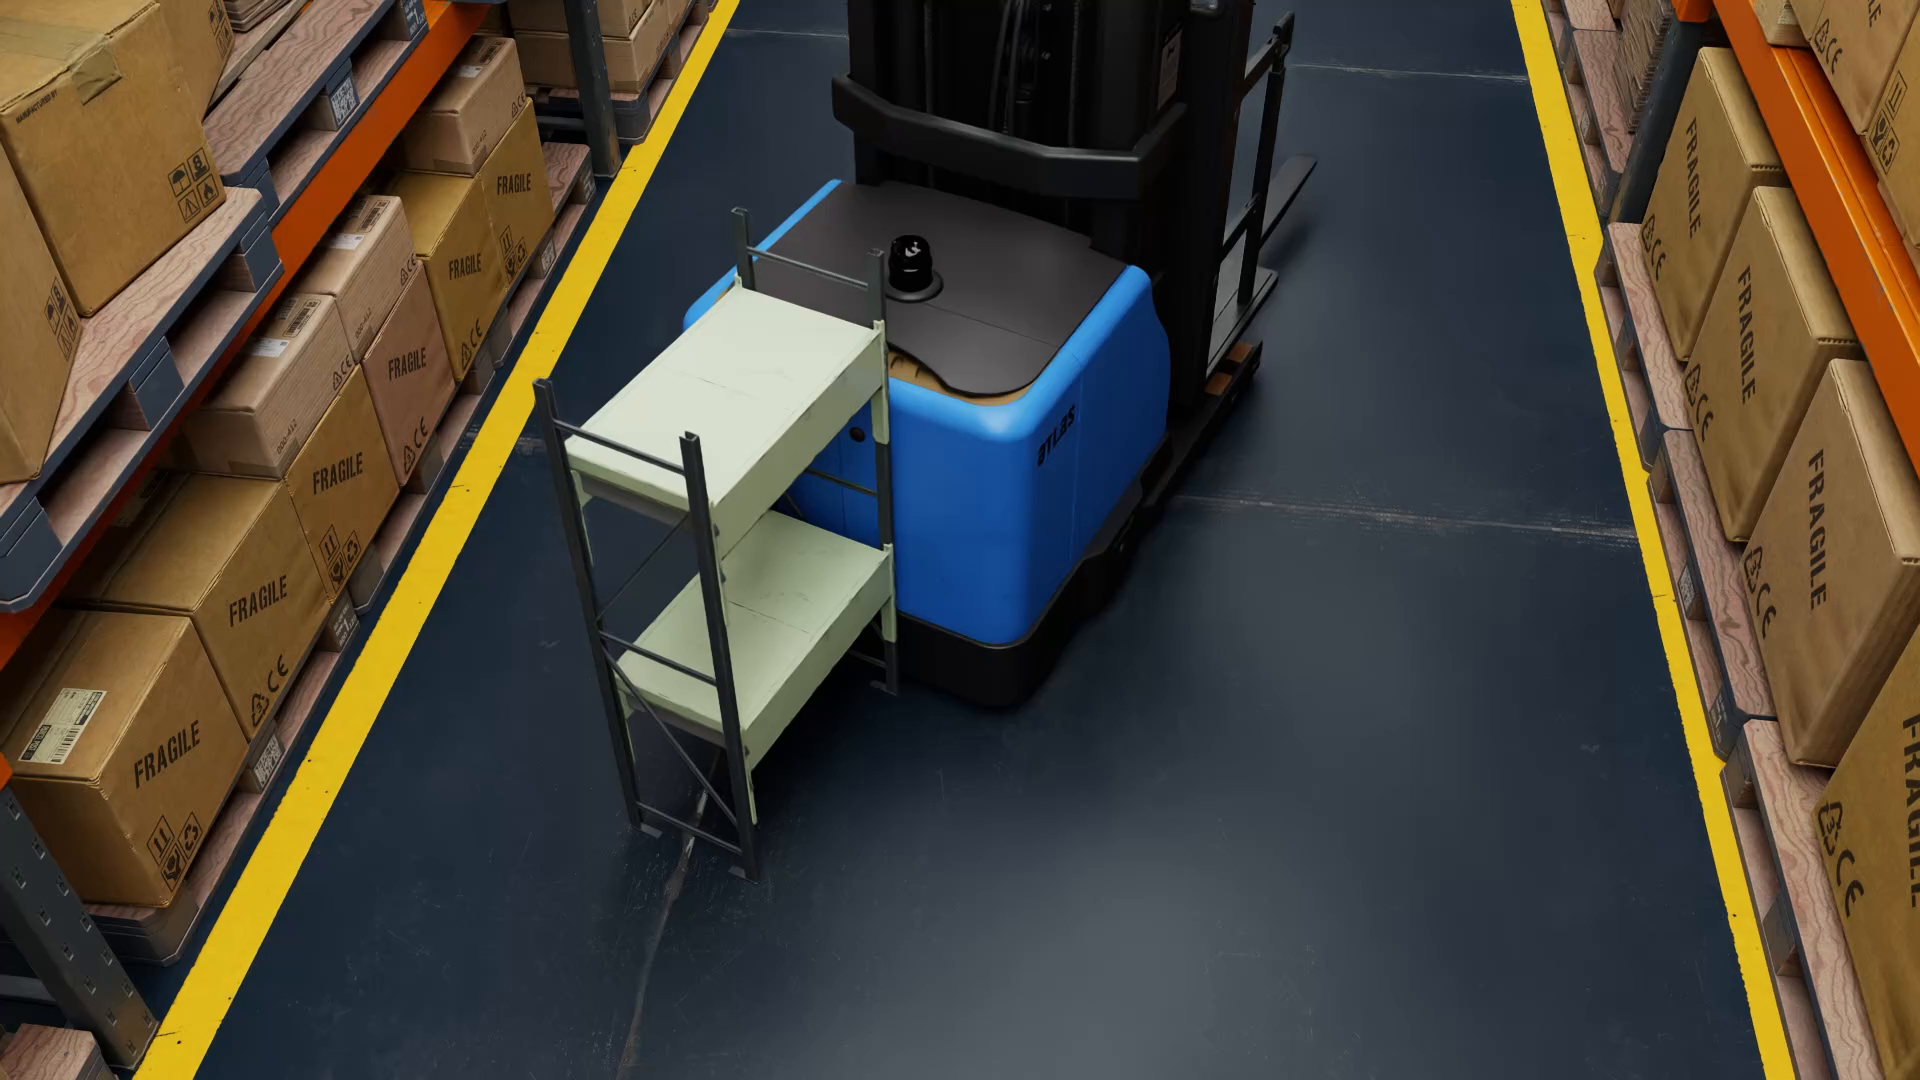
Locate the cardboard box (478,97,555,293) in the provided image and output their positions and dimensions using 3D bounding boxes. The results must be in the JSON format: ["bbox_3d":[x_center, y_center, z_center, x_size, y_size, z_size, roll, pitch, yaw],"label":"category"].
[{"bbox_3d":[-1.794,-1.240,5.876,0.500,0.500,0.500,7,44,7],"label":"cardboard box"}]

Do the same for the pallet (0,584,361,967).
[{"bbox_3d":[-2.362,0.534,4.533,1.003,0.211,1.213,5,44,6],"label":"pallet"}]

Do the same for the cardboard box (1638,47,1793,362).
[{"bbox_3d":[2.781,-1.082,5.469,0.750,0.750,0.750,5,44,5],"label":"cardboard box"}]

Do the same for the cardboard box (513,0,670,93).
[{"bbox_3d":[-1.542,-2.131,7.014,0.500,0.250,0.500,5,44,5],"label":"cardboard box"}]

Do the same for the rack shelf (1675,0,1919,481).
[{"bbox_3d":[2.743,-0.575,4.199,1.077,0.370,4.000,5,44,6],"label":"rack shelf"}]

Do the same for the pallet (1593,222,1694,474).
[{"bbox_3d":[2.829,-0.656,5.790,1.003,0.211,1.213,5,44,6],"label":"pallet"}]

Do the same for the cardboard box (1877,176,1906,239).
[{"bbox_3d":[2.543,-0.866,4.151,0.380,0.149,0.250,5,44,6],"label":"cardboard box"}]

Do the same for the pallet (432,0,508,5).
[{"bbox_3d":[-1.923,-2.109,5.435,1.213,0.211,1.003,5,44,6],"label":"pallet"}]

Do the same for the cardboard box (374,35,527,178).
[{"bbox_3d":[-1.797,-1.474,5.578,0.500,0.250,0.500,7,44,7],"label":"cardboard box"}]

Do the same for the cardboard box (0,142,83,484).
[{"bbox_3d":[-2.147,-0.412,3.126,0.700,0.500,0.500,-8,44,-9],"label":"cardboard box"}]

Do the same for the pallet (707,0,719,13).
[{"bbox_3d":[-1.592,-3.021,8.287,1.003,0.211,1.213,5,44,6],"label":"pallet"}]

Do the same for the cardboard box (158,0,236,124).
[{"bbox_3d":[-2.259,-1.319,4.084,0.700,0.500,0.500,-5,44,-5],"label":"cardboard box"}]

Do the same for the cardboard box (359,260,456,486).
[{"bbox_3d":[-1.926,-0.529,5.126,0.500,0.500,0.500,4,44,4],"label":"cardboard box"}]

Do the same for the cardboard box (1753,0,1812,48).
[{"bbox_3d":[2.574,-1.568,4.892,0.380,0.149,0.250,6,44,7],"label":"cardboard box"}]

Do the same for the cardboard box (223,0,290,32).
[{"bbox_3d":[-2.185,-1.790,4.581,0.700,0.500,0.500,13,45,13],"label":"cardboard box"}]

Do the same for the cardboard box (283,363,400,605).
[{"bbox_3d":[-1.993,-0.185,4.762,0.500,0.500,0.500,6,44,6],"label":"cardboard box"}]

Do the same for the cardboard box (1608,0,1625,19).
[{"bbox_3d":[3.272,-2.628,7.342,0.700,0.500,0.500,5,44,5],"label":"cardboard box"}]

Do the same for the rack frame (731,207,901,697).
[{"bbox_3d":[-0.353,-0.164,4.333,0.400,1.500,0.023,20,47,20],"label":"rack frame"}]

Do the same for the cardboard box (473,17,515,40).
[{"bbox_3d":[-2.075,-2.182,7.067,0.500,0.250,0.500,6,44,7],"label":"cardboard box"}]

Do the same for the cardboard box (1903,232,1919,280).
[{"bbox_3d":[2.501,-0.687,3.962,0.380,0.149,0.250,7,44,7],"label":"cardboard box"}]

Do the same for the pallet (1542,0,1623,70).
[{"bbox_3d":[3.276,-2.548,7.788,1.003,0.211,1.213,5,44,6],"label":"pallet"}]

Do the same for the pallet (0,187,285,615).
[{"bbox_3d":[-2.218,-0.386,3.616,1.003,0.211,1.213,5,44,6],"label":"pallet"}]

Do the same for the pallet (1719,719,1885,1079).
[{"bbox_3d":[2.506,1.007,4.033,1.003,0.211,1.213,5,44,6],"label":"pallet"}]

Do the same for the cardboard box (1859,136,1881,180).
[{"bbox_3d":[2.592,-1.033,4.327,0.380,0.149,0.250,6,44,6],"label":"cardboard box"}]

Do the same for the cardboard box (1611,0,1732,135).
[{"bbox_3d":[3.051,-1.947,6.622,0.700,0.500,0.500,6,44,6],"label":"cardboard box"}]

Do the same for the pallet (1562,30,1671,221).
[{"bbox_3d":[3.113,-1.719,6.912,1.003,0.211,1.213,5,44,6],"label":"pallet"}]

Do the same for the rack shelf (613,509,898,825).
[{"bbox_3d":[-0.525,0.295,4.322,0.431,0.370,0.720,20,47,20],"label":"rack shelf"}]

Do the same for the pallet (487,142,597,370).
[{"bbox_3d":[-2.039,-1.129,6.289,1.003,0.211,1.213,5,44,6],"label":"pallet"}]

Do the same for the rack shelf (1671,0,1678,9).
[{"bbox_3d":[3.272,-3.301,7.078,1.077,0.370,4.000,5,44,6],"label":"rack shelf"}]

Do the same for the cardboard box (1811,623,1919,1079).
[{"bbox_3d":[2.436,0.700,3.587,0.750,0.750,0.750,6,44,6],"label":"cardboard box"}]

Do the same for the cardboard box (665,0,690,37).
[{"bbox_3d":[-1.477,-2.474,7.376,0.500,0.250,0.500,4,44,4],"label":"cardboard box"}]

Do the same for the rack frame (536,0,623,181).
[{"bbox_3d":[-1.903,-2.647,5.864,1.000,3.000,0.127,5,44,6],"label":"rack frame"}]

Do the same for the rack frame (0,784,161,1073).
[{"bbox_3d":[-2.432,0.079,2.985,1.000,3.000,0.127,5,44,6],"label":"rack frame"}]

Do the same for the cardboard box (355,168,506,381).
[{"bbox_3d":[-1.863,-0.888,5.504,0.500,0.500,0.500,4,44,4],"label":"cardboard box"}]

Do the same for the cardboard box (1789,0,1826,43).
[{"bbox_3d":[2.612,-1.687,4.546,0.500,0.500,0.500,7,44,7],"label":"cardboard box"}]

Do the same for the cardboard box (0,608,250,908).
[{"bbox_3d":[-2.126,0.519,4.018,0.500,0.500,0.500,3,44,4],"label":"cardboard box"}]

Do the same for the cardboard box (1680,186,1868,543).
[{"bbox_3d":[2.658,-0.486,4.839,0.750,0.750,0.750,5,44,5],"label":"cardboard box"}]

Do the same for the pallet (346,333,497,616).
[{"bbox_3d":[-2.203,-0.300,5.413,1.003,0.211,1.213,5,44,6],"label":"pallet"}]

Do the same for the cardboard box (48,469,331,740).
[{"bbox_3d":[-2.067,0.155,4.403,0.500,0.500,0.500,6,44,6],"label":"cardboard box"}]

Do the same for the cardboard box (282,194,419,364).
[{"bbox_3d":[-1.928,-0.776,4.841,0.500,0.250,0.500,4,44,5],"label":"cardboard box"}]

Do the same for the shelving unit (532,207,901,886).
[{"bbox_3d":[-0.525,0.058,4.098,0.431,1.500,0.755,20,47,20],"label":"shelving unit"}]

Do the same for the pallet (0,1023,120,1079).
[{"bbox_3d":[-2.523,1.560,3.449,1.003,0.211,1.213,5,44,6],"label":"pallet"}]

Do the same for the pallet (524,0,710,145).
[{"bbox_3d":[-1.755,-2.192,7.411,1.003,0.211,1.213,5,44,6],"label":"pallet"}]

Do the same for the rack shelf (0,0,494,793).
[{"bbox_3d":[-2.167,-1.023,4.672,1.077,0.370,4.000,5,44,6],"label":"rack shelf"}]

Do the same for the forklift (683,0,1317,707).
[{"bbox_3d":[0.395,-1.607,4.816,1.130,2.935,3.031,20,47,20],"label":"forklift"}]

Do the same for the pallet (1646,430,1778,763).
[{"bbox_3d":[2.665,0.173,4.914,1.003,0.211,1.213,5,44,6],"label":"pallet"}]

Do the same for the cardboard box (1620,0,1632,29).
[{"bbox_3d":[3.235,-2.287,6.982,0.700,0.500,0.500,5,44,5],"label":"cardboard box"}]

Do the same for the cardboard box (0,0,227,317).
[{"bbox_3d":[-2.119,-0.887,3.627,0.700,0.500,0.500,12,45,12],"label":"cardboard box"}]

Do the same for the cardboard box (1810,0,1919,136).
[{"bbox_3d":[2.545,-1.349,4.189,0.500,0.500,0.500,5,44,5],"label":"cardboard box"}]

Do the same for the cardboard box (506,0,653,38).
[{"bbox_3d":[-1.542,-2.335,6.821,0.500,0.311,0.500,7,44,7],"label":"cardboard box"}]

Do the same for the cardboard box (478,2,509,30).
[{"bbox_3d":[-2.078,-2.384,6.873,0.500,0.311,0.500,6,44,7],"label":"cardboard box"}]

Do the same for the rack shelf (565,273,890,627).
[{"bbox_3d":[-0.525,-0.226,3.830,0.431,0.370,0.720,20,47,20],"label":"rack shelf"}]

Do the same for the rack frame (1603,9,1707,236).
[{"bbox_3d":[3.008,-2.199,5.391,1.000,3.000,0.127,5,44,6],"label":"rack frame"}]

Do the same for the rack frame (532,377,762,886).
[{"bbox_3d":[-0.697,0.280,3.863,0.400,1.500,0.023,20,47,20],"label":"rack frame"}]

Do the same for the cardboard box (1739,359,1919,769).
[{"bbox_3d":[2.551,0.094,4.227,0.750,0.750,0.750,6,44,7],"label":"cardboard box"}]

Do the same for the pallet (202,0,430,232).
[{"bbox_3d":[-2.155,-1.252,4.530,1.003,0.211,1.213,5,44,6],"label":"pallet"}]

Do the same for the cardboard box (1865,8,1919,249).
[{"bbox_3d":[2.484,-0.993,3.814,0.500,0.500,0.500,6,44,7],"label":"cardboard box"}]

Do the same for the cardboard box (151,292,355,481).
[{"bbox_3d":[-1.994,-0.434,4.480,0.500,0.250,0.500,5,44,6],"label":"cardboard box"}]
